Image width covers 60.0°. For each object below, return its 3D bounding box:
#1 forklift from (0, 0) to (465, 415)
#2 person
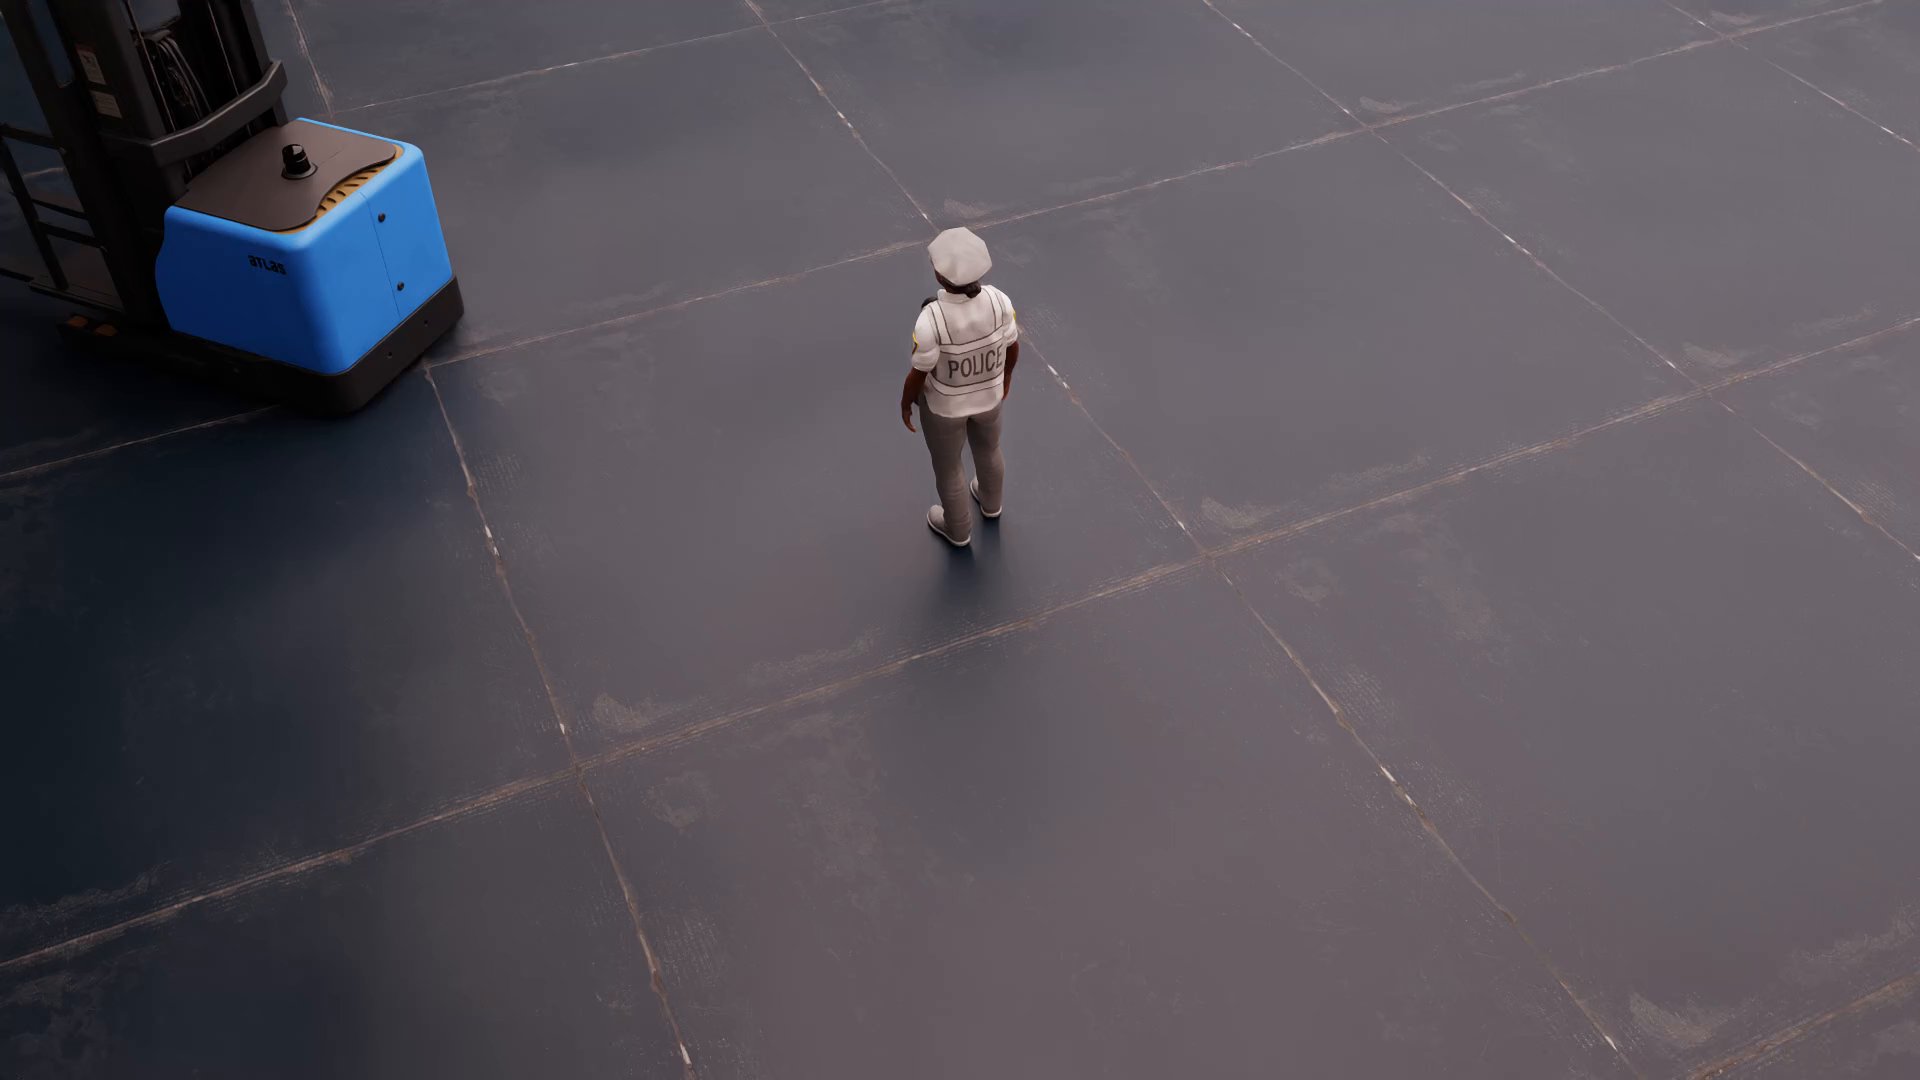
[{"bbox_3d":[-4.263,-2.368,8.217,3.031,2.935,1.130,16,45,17],"label":"forklift"},{"bbox_3d":[-0.014,-0.677,7.301,0.570,1.697,0.528,-18,46,-18],"label":"person"}]
